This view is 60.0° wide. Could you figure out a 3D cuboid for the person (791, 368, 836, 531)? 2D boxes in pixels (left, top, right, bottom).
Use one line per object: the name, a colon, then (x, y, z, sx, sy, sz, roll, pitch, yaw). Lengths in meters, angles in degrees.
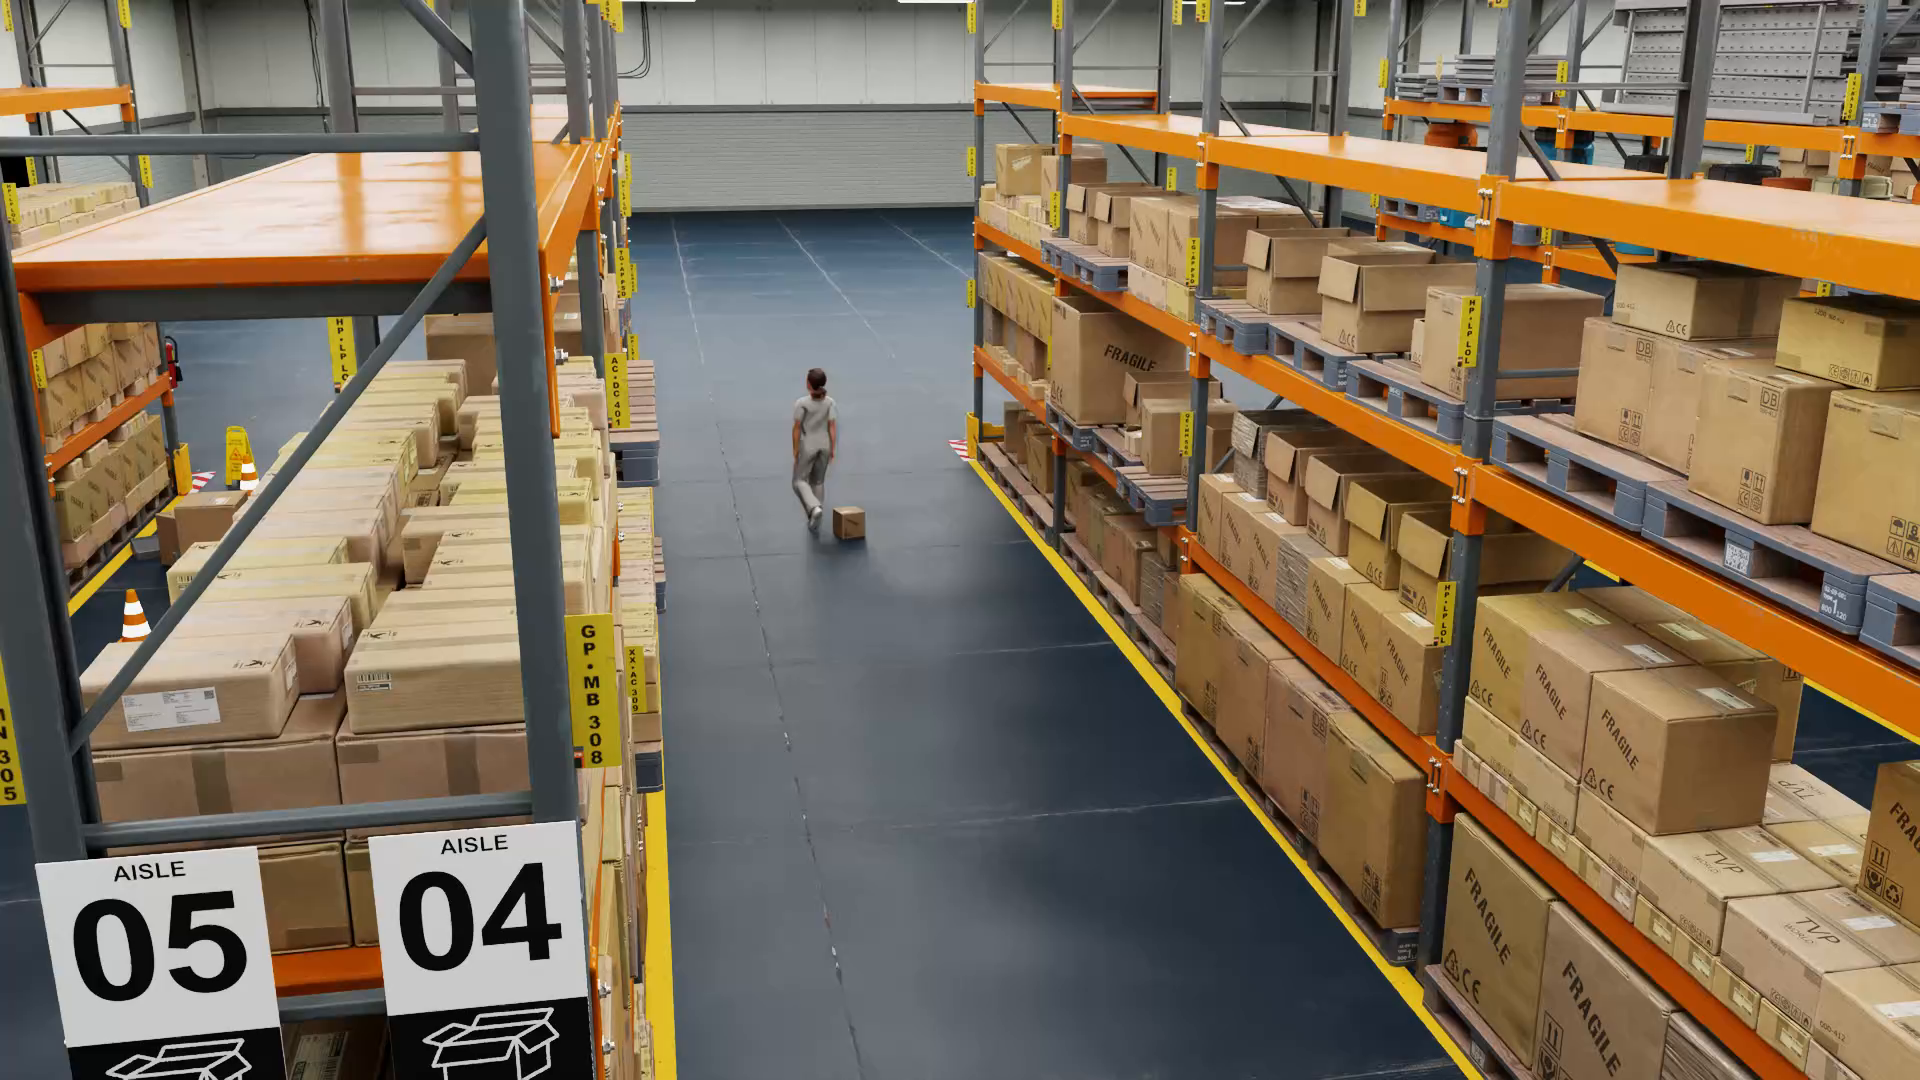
person: (-1.436, -0.884, 16.487, 0.447, 1.649, 0.675, -8, 18, -25)
